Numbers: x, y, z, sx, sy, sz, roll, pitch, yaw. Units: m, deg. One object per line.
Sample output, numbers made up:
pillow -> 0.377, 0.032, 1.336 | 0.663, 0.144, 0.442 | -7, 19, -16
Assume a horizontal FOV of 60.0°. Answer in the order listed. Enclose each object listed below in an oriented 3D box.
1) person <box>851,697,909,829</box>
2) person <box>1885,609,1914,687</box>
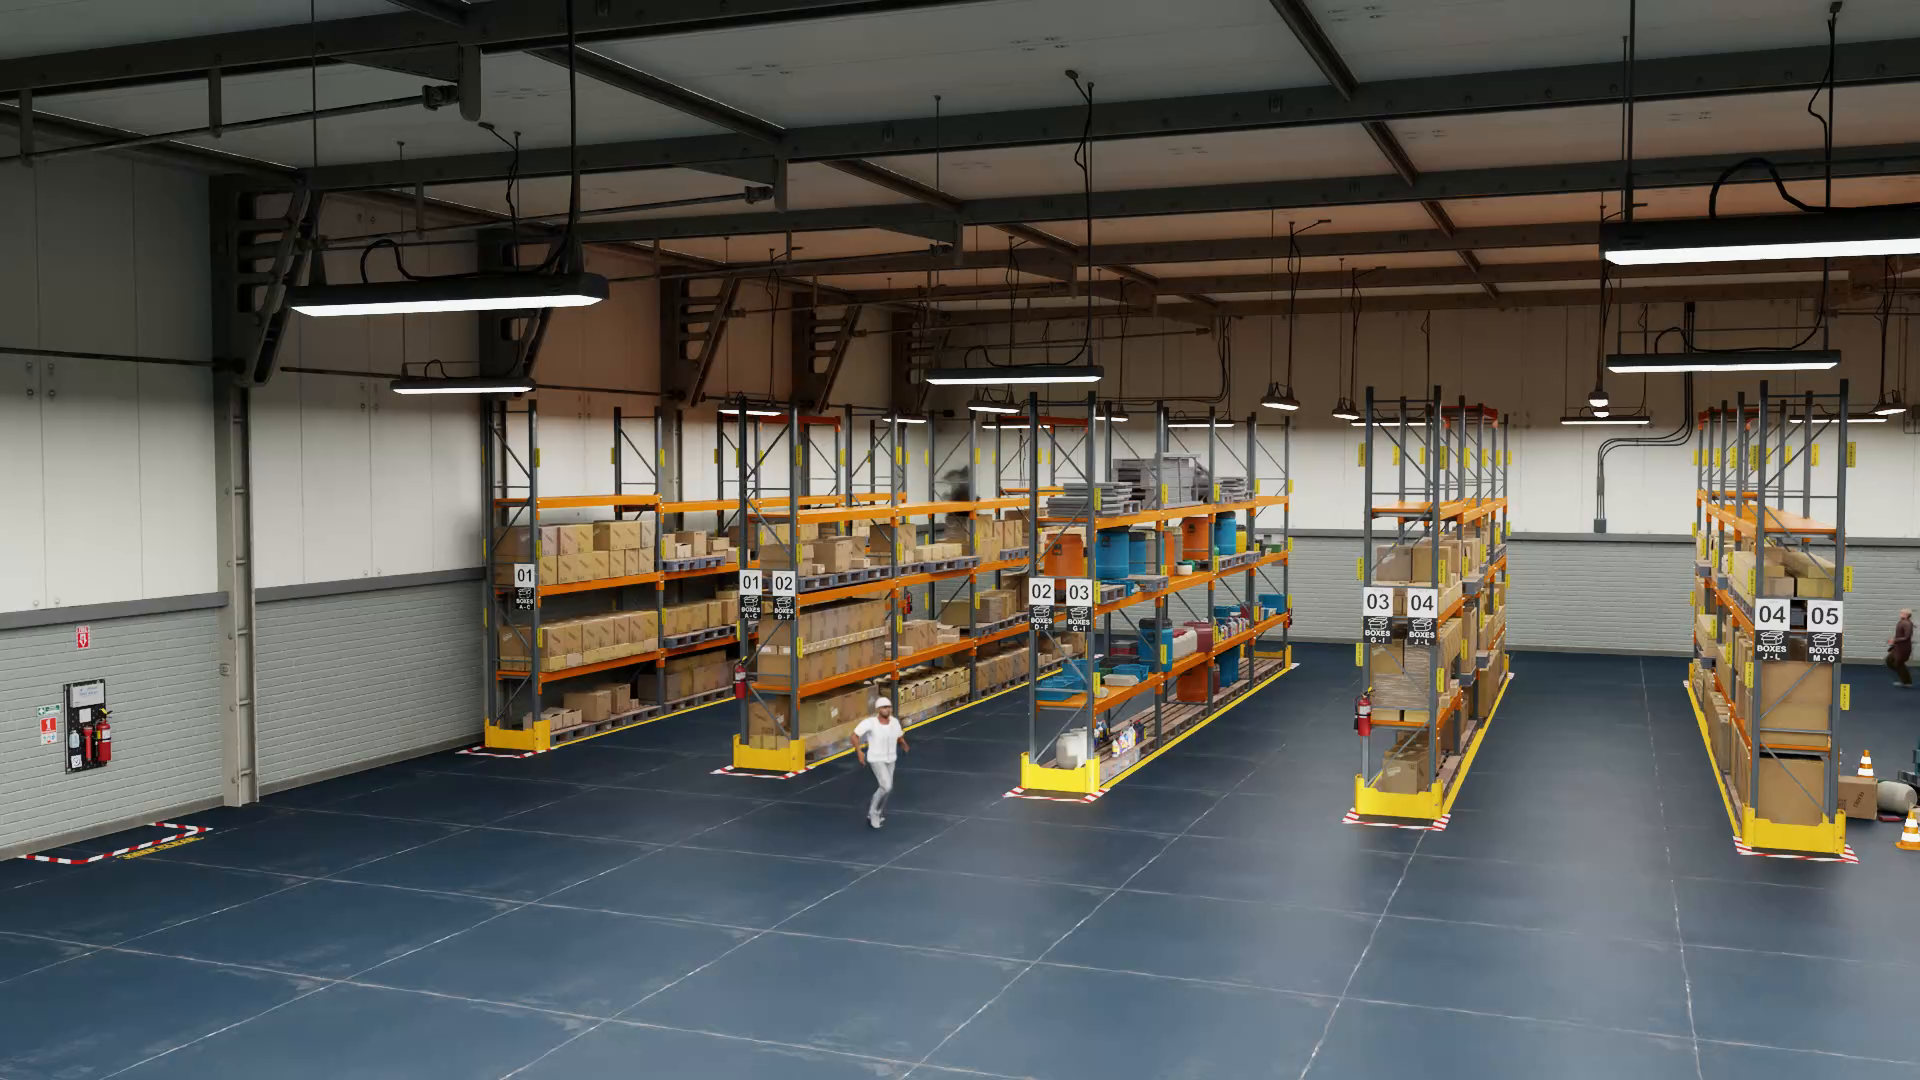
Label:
person -> -1.031, 3.018, 22.579 | 0.691, 1.773, 0.701 | -2, 4, -41
person -> 20.481, 2.349, 36.215 | 0.574, 1.722, 0.702 | 1, 3, 19
